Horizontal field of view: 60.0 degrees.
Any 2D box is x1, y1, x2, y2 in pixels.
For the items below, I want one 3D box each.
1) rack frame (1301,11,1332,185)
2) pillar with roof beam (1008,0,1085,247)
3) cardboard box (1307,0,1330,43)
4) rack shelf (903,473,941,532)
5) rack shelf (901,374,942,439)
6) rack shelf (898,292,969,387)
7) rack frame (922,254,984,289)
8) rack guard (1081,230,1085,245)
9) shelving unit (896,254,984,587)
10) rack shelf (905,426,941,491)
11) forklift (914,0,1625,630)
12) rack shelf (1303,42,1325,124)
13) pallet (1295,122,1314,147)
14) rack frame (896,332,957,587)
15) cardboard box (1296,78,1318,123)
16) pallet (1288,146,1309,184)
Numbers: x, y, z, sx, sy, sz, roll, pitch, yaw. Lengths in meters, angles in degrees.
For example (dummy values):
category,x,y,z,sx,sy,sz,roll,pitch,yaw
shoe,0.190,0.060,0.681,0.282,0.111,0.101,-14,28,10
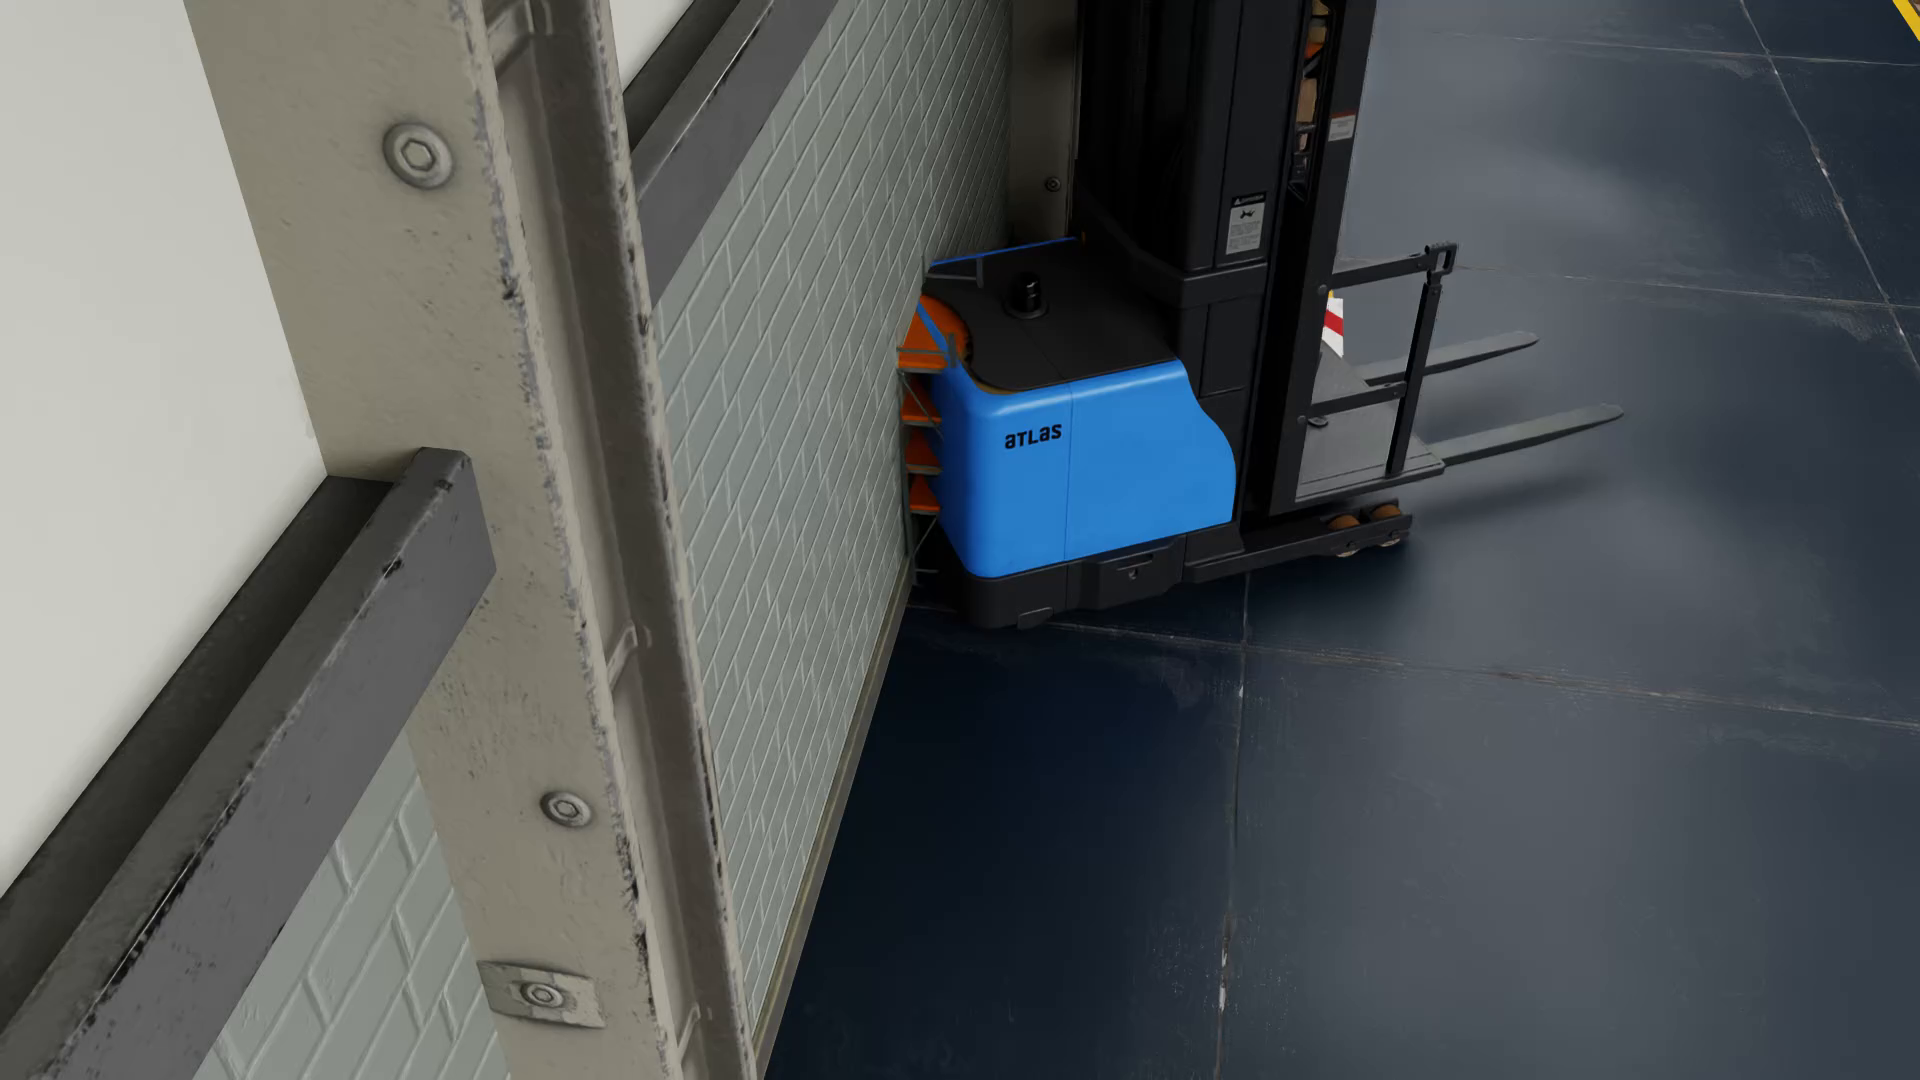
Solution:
category,x,y,z,sx,sy,sz,roll,pitch,yaw
rack frame,1.155,-2.236,7.101,1.000,3.000,0.127,6,40,8
pillar with roof beam,4.664,-4.609,5.262,9.100,9.000,0.400,6,40,8
cardboard box,1.552,-2.458,7.470,0.500,0.250,0.500,5,40,6
rack shelf,-0.040,-0.224,6.476,0.258,0.148,0.480,5,42,11
rack shelf,-0.063,-0.542,6.199,0.258,0.148,0.480,5,42,11
rack shelf,-0.076,-0.721,6.044,0.258,0.148,0.480,5,42,11
rack frame,-0.005,-0.583,6.480,0.240,1.200,0.015,5,42,11
rack guard,1.168,-1.321,7.955,1.175,0.500,0.348,6,40,8
shelving unit,-0.054,-0.424,6.302,0.258,1.200,0.503,5,42,11
rack shelf,-0.051,-0.374,6.346,0.258,0.148,0.480,5,42,11
forklift,1.285,-1.365,6.101,3.031,2.935,1.130,-13,41,-15
rack shelf,1.501,-3.214,8.848,1.077,0.370,4.000,6,40,8
pallet,1.557,-2.479,9.583,1.003,0.211,1.213,6,40,8
rack frame,-0.104,-0.266,6.123,0.240,1.200,0.015,5,42,11
cardboard box,1.638,-2.680,9.253,0.700,0.500,0.500,4,40,5
pallet,1.343,-1.715,8.659,1.003,0.211,1.213,6,40,8
